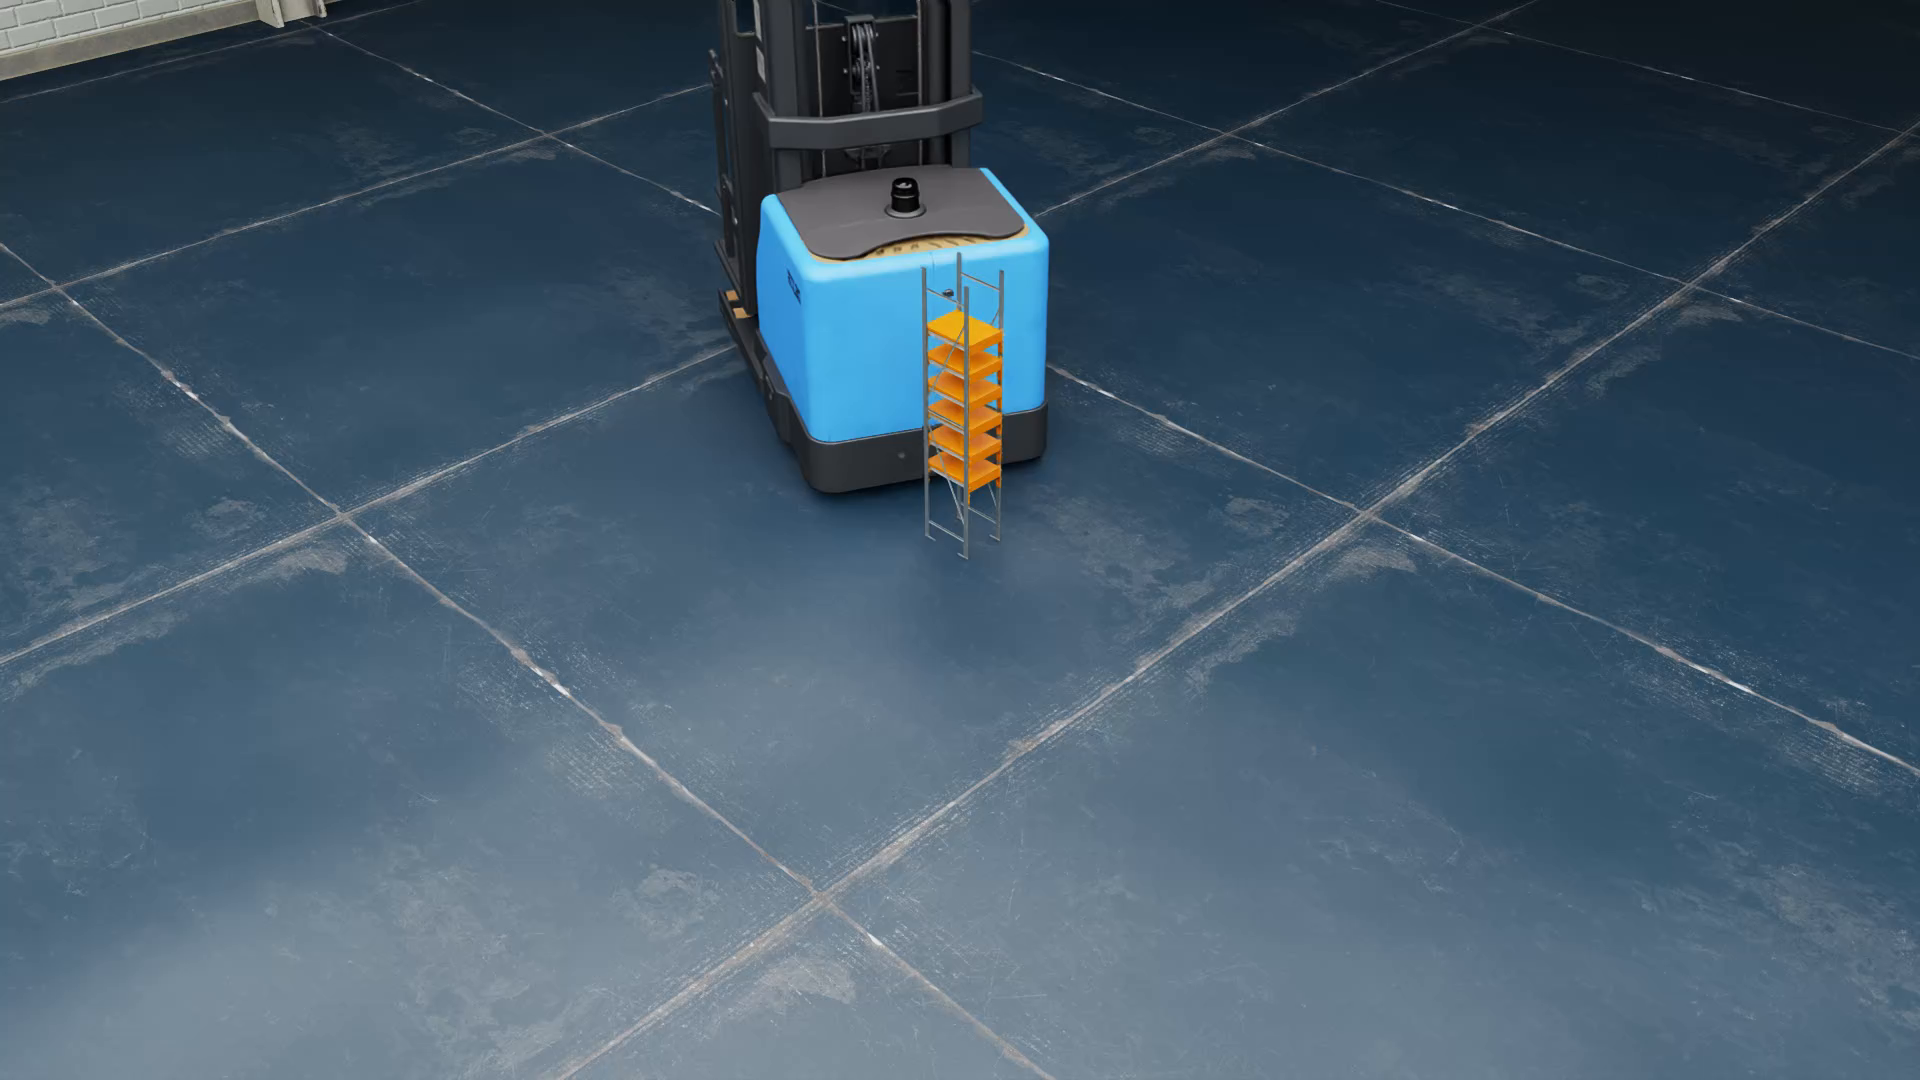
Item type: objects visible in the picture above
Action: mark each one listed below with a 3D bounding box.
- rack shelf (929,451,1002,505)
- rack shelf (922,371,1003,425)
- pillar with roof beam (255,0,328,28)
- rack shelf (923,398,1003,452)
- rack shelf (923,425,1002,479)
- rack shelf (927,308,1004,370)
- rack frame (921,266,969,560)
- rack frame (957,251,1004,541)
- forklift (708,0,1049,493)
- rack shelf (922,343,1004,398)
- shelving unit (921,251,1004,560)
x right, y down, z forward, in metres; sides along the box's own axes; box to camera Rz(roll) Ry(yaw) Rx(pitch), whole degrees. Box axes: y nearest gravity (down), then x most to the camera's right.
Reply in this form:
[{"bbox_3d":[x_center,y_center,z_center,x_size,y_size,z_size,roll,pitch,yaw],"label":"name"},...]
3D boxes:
[{"bbox_3d":[0.010,-0.265,6.578,0.258,0.103,0.180,30,45,35],"label":"rack shelf"},{"bbox_3d":[0.010,-0.560,6.372,0.258,0.103,0.180,30,45,35],"label":"rack shelf"},{"bbox_3d":[-1.876,-5.821,7.230,9.100,9.000,0.400,30,45,35],"label":"pillar with roof beam"},{"bbox_3d":[0.010,-0.462,6.441,0.258,0.103,0.180,30,45,35],"label":"rack shelf"},{"bbox_3d":[0.010,-0.363,6.509,0.258,0.103,0.180,30,45,35],"label":"rack shelf"},{"bbox_3d":[0.010,-0.757,6.235,0.258,0.103,0.180,30,45,35],"label":"rack shelf"},{"bbox_3d":[-0.054,-0.461,6.362,0.240,1.200,0.006,30,45,35],"label":"rack frame"},{"bbox_3d":[0.075,-0.535,6.468,0.240,1.200,0.006,30,45,35],"label":"rack frame"},{"bbox_3d":[-0.565,-2.238,7.397,1.130,2.935,3.031,-11,36,-15],"label":"forklift"},{"bbox_3d":[0.010,-0.658,6.303,0.258,0.103,0.180,30,45,35],"label":"rack shelf"},{"bbox_3d":[0.010,-0.498,6.415,0.258,1.200,0.189,30,45,35],"label":"shelving unit"}]
